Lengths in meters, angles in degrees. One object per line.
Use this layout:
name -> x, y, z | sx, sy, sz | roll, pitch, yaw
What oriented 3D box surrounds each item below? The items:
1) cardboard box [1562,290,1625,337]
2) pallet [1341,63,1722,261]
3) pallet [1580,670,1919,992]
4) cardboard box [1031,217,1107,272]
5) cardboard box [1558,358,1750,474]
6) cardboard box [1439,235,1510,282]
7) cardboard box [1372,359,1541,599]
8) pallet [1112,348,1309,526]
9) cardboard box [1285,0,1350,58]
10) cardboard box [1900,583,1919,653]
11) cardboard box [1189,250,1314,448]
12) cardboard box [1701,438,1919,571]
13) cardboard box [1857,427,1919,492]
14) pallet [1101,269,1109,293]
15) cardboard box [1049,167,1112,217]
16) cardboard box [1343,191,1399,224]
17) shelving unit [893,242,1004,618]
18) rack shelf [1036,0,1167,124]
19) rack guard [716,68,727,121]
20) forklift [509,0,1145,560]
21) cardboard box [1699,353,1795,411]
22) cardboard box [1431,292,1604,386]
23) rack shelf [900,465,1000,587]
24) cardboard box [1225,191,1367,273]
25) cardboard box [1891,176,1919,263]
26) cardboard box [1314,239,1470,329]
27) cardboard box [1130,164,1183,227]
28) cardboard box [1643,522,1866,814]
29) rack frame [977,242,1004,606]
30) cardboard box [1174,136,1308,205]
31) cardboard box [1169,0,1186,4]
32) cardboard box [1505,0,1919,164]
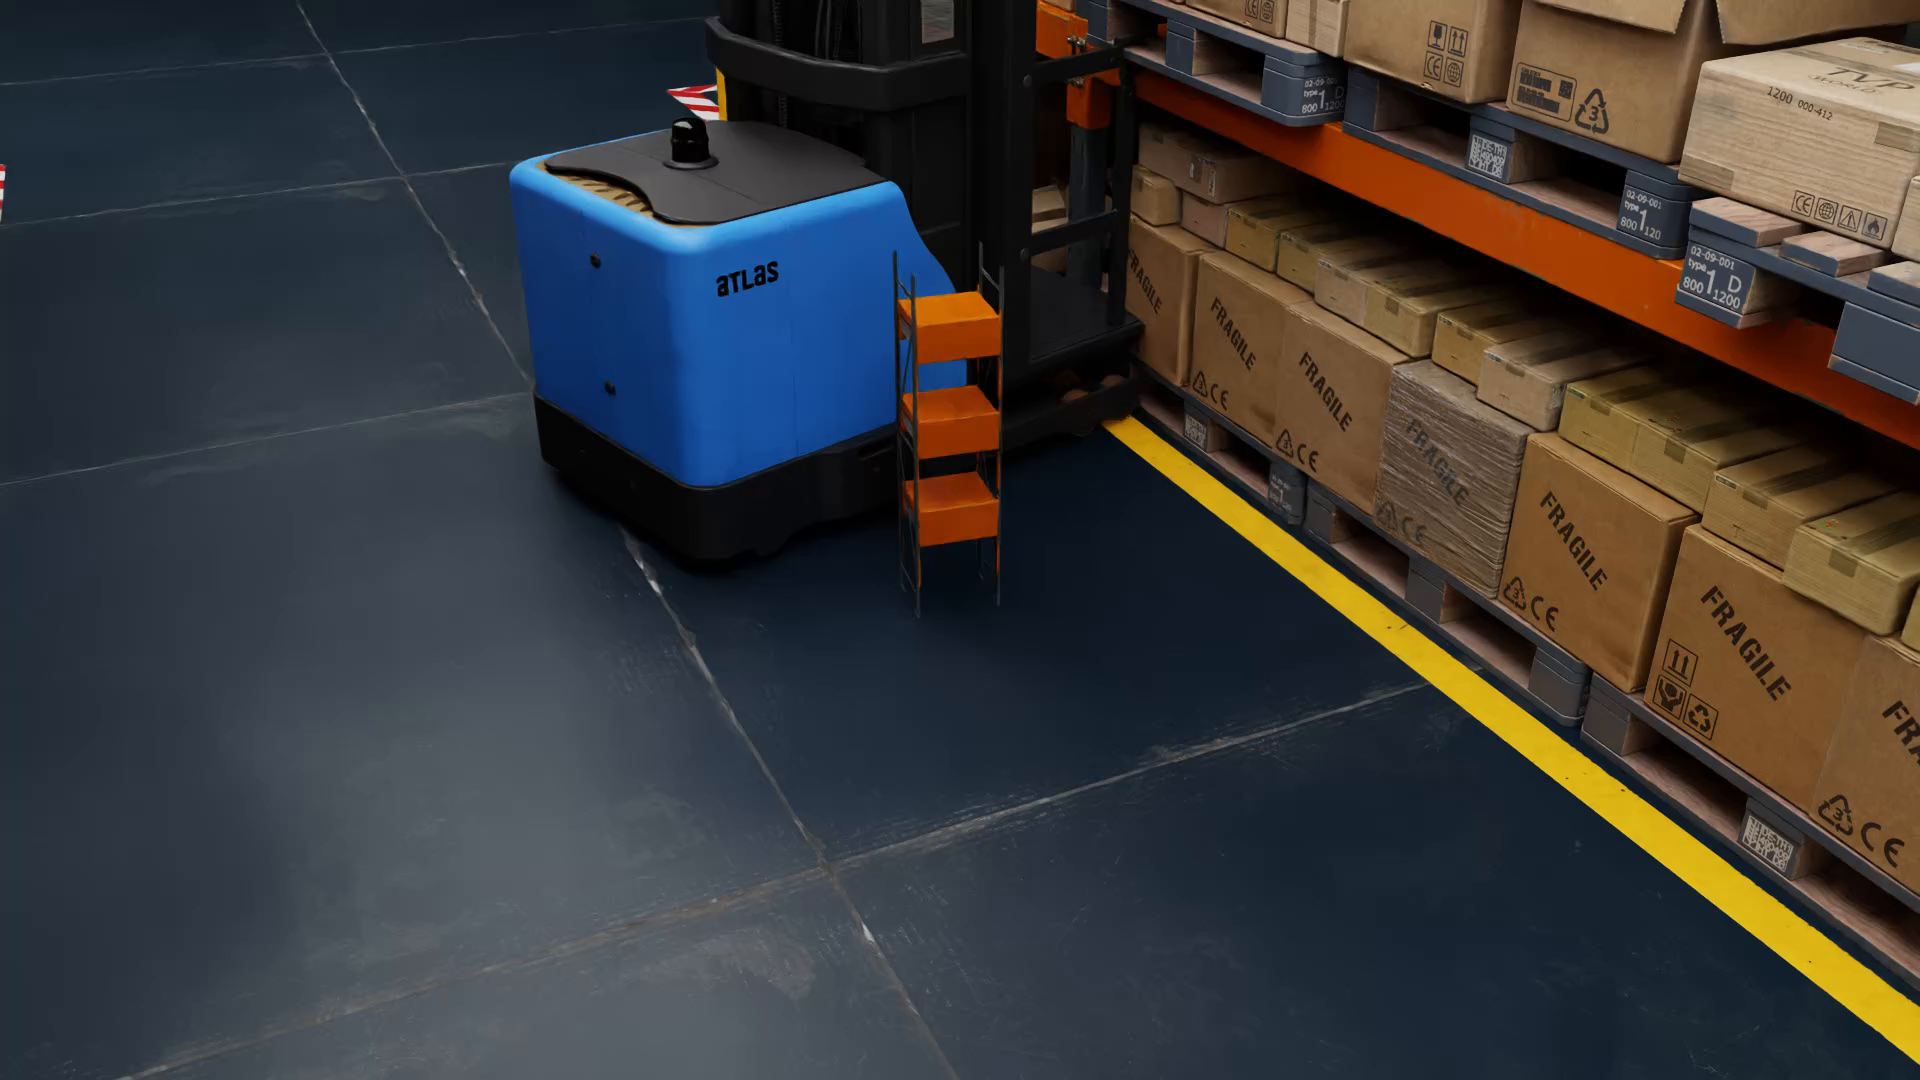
cardboard box -> 1.972, -0.662, 4.827 | 0.380, 0.149, 0.250 | -14, 32, -24
pallet -> 1.756, -1.077, 4.300 | 1.003, 0.211, 1.213 | -13, 32, -22
pallet -> 2.309, 0.576, 4.007 | 1.003, 0.211, 1.213 | -13, 32, -22
cardboard box -> 0.373, -1.193, 6.797 | 0.380, 0.149, 0.250 | -14, 32, -23
cardboard box -> 1.756, -0.319, 4.215 | 0.380, 0.149, 0.250 | -14, 32, -23
cardboard box -> 1.729, -0.882, 5.219 | 0.380, 0.149, 0.250 | -12, 32, -21
cardboard box -> 1.547, -0.216, 4.695 | 0.500, 0.500, 0.500 | -14, 32, -24
pallet -> 1.261, -0.502, 5.929 | 1.003, 0.211, 1.213 | -13, 32, -22
cardboard box -> 1.128, -1.500, 4.565 | 0.396, 0.266, 0.258 | -12, 31, -20
cardboard box -> 2.154, 0.157, 3.367 | 0.380, 0.149, 0.250 | -15, 32, -24
cardboard box -> 1.120, -0.668, 5.501 | 0.500, 0.500, 0.500 | -14, 32, -23
cardboard box -> 1.936, -0.083, 3.794 | 0.380, 0.149, 0.250 | -14, 32, -24
cardboard box -> 2.384, -0.190, 3.985 | 0.380, 0.149, 0.250 | -13, 32, -21
pallet -> 0.584, -1.157, 7.097 | 1.003, 0.211, 1.213 | -13, 32, -22
cardboard box -> 0.621, -1.542, 7.419 | 0.380, 0.149, 0.250 | -14, 32, -23
cardboard box -> 1.526, -1.122, 5.648 | 0.380, 0.149, 0.250 | -13, 32, -21
shelving unit -> -0.032, -0.294, 4.700 | 0.252, 1.050, 0.215 | -8, 30, -15
rack shelf -> 0.019, -2.639, 7.625 | 1.077, 0.370, 4.000 | -13, 32, -22
rack guard -> -0.807, -2.712, 9.576 | 1.175, 0.500, 0.348 | -13, 32, -22
forklift -> 0.022, -1.817, 5.493 | 3.031, 2.935, 1.130 | -24, 37, -35
cardboard box -> 2.195, -0.435, 4.422 | 0.380, 0.149, 0.250 | -14, 32, -23
cardboard box -> 1.551, -0.554, 4.634 | 0.380, 0.149, 0.250 | -13, 32, -22
rack shelf -> -0.032, -0.042, 4.842 | 0.240, 0.259, 0.215 | -8, 30, -15
cardboard box -> 1.101, -1.014, 5.454 | 0.380, 0.149, 0.250 | -15, 33, -25
cardboard box -> 1.966, -0.586, 3.055 | 0.380, 0.149, 0.250 | -12, 32, -21
cardboard box -> 1.304, -0.777, 5.032 | 0.380, 0.149, 0.250 | -13, 32, -22
cardboard box -> 0.791, -1.231, 5.841 | 0.380, 0.149, 0.250 | -12, 31, -20
cardboard box -> 2.014, 0.240, 3.882 | 0.500, 0.500, 0.500 | -14, 32, -23
rack frame -> 0.084, -0.311, 4.731 | 0.008, 1.050, 0.200 | -8, 30, -15
cardboard box -> 0.946, -1.256, 5.582 | 0.380, 0.149, 0.250 | -15, 32, -24
cardboard box -> 0.883, -2.035, 5.281 | 0.700, 0.500, 0.500 | -12, 32, -21
cardboard box -> 1.727, -1.213, 3.811 | 0.797, 0.503, 0.637 | -14, 32, -23
